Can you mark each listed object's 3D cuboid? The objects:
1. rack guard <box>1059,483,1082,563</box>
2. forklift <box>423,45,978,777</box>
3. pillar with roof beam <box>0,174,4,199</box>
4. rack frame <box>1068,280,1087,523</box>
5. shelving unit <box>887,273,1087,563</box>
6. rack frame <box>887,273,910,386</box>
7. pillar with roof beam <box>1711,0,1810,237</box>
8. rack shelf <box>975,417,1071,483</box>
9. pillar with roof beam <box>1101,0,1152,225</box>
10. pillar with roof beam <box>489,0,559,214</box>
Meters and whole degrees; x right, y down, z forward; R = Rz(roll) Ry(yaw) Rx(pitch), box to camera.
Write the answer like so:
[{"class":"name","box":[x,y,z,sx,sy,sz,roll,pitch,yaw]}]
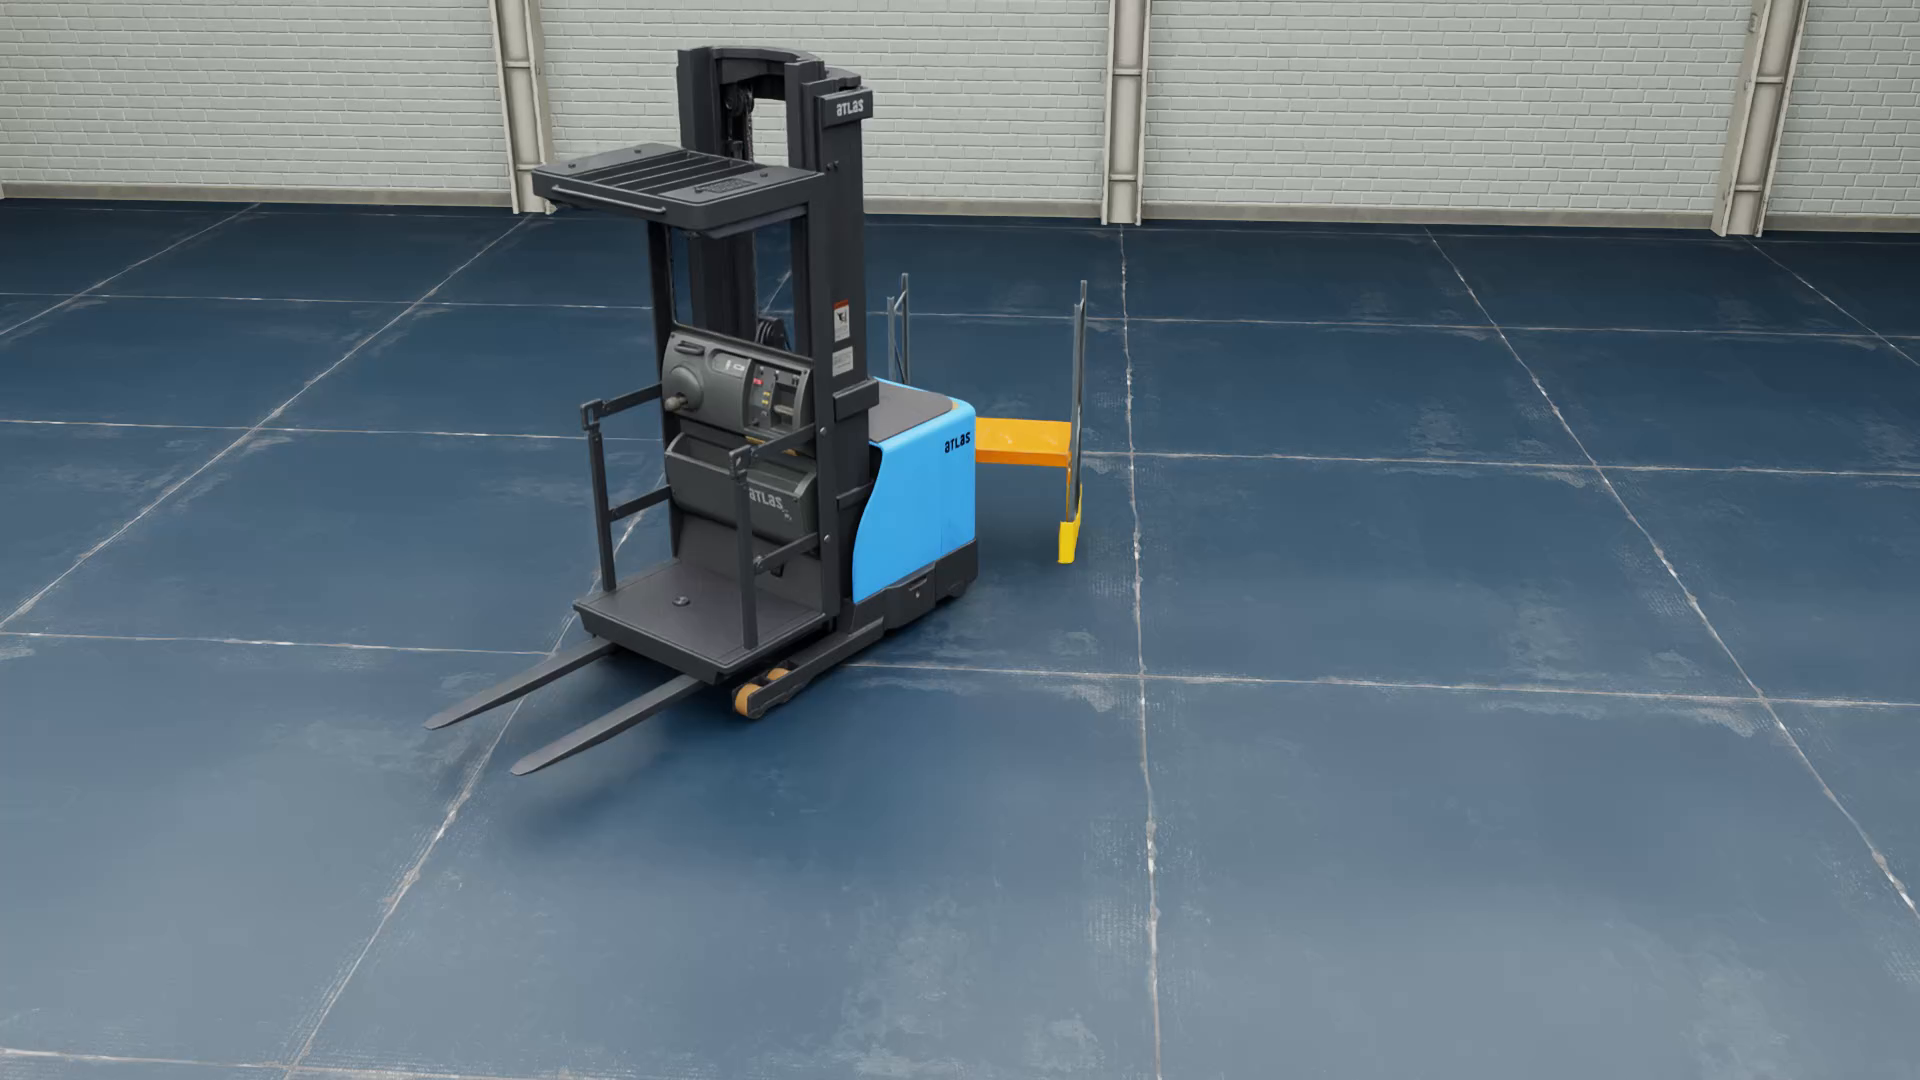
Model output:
[{"class":"rack guard","box":[0.643,-0.105,9.678,0.087,0.250,0.587,3,25,7]},{"class":"forklift","box":[-1.205,-0.714,7.796,1.130,2.935,3.031,18,30,34]},{"class":"pillar with roof beam","box":[-10.676,-5.884,11.772,0.400,9.000,9.100,2,25,4]},{"class":"rack frame","box":[0.662,-0.671,9.414,0.032,1.500,0.500,3,25,7]},{"class":"shelving unit","box":[0.150,-0.702,9.481,1.083,1.500,0.587,3,25,7]},{"class":"rack frame","box":[-0.345,-0.731,9.544,0.032,1.500,0.500,3,25,7]},{"class":"pillar with roof beam","box":[7.271,-5.308,10.520,0.400,9.000,9.100,2,25,4]},{"class":"rack shelf","box":[0.159,-0.538,9.555,1.000,0.185,0.538,3,25,7]},{"class":"pillar with roof beam","box":[1.289,-5.500,10.937,0.400,9.000,9.100,2,25,4]},{"class":"pillar with roof beam","box":[-4.694,-5.692,11.354,0.400,9.000,9.100,2,25,4]}]
